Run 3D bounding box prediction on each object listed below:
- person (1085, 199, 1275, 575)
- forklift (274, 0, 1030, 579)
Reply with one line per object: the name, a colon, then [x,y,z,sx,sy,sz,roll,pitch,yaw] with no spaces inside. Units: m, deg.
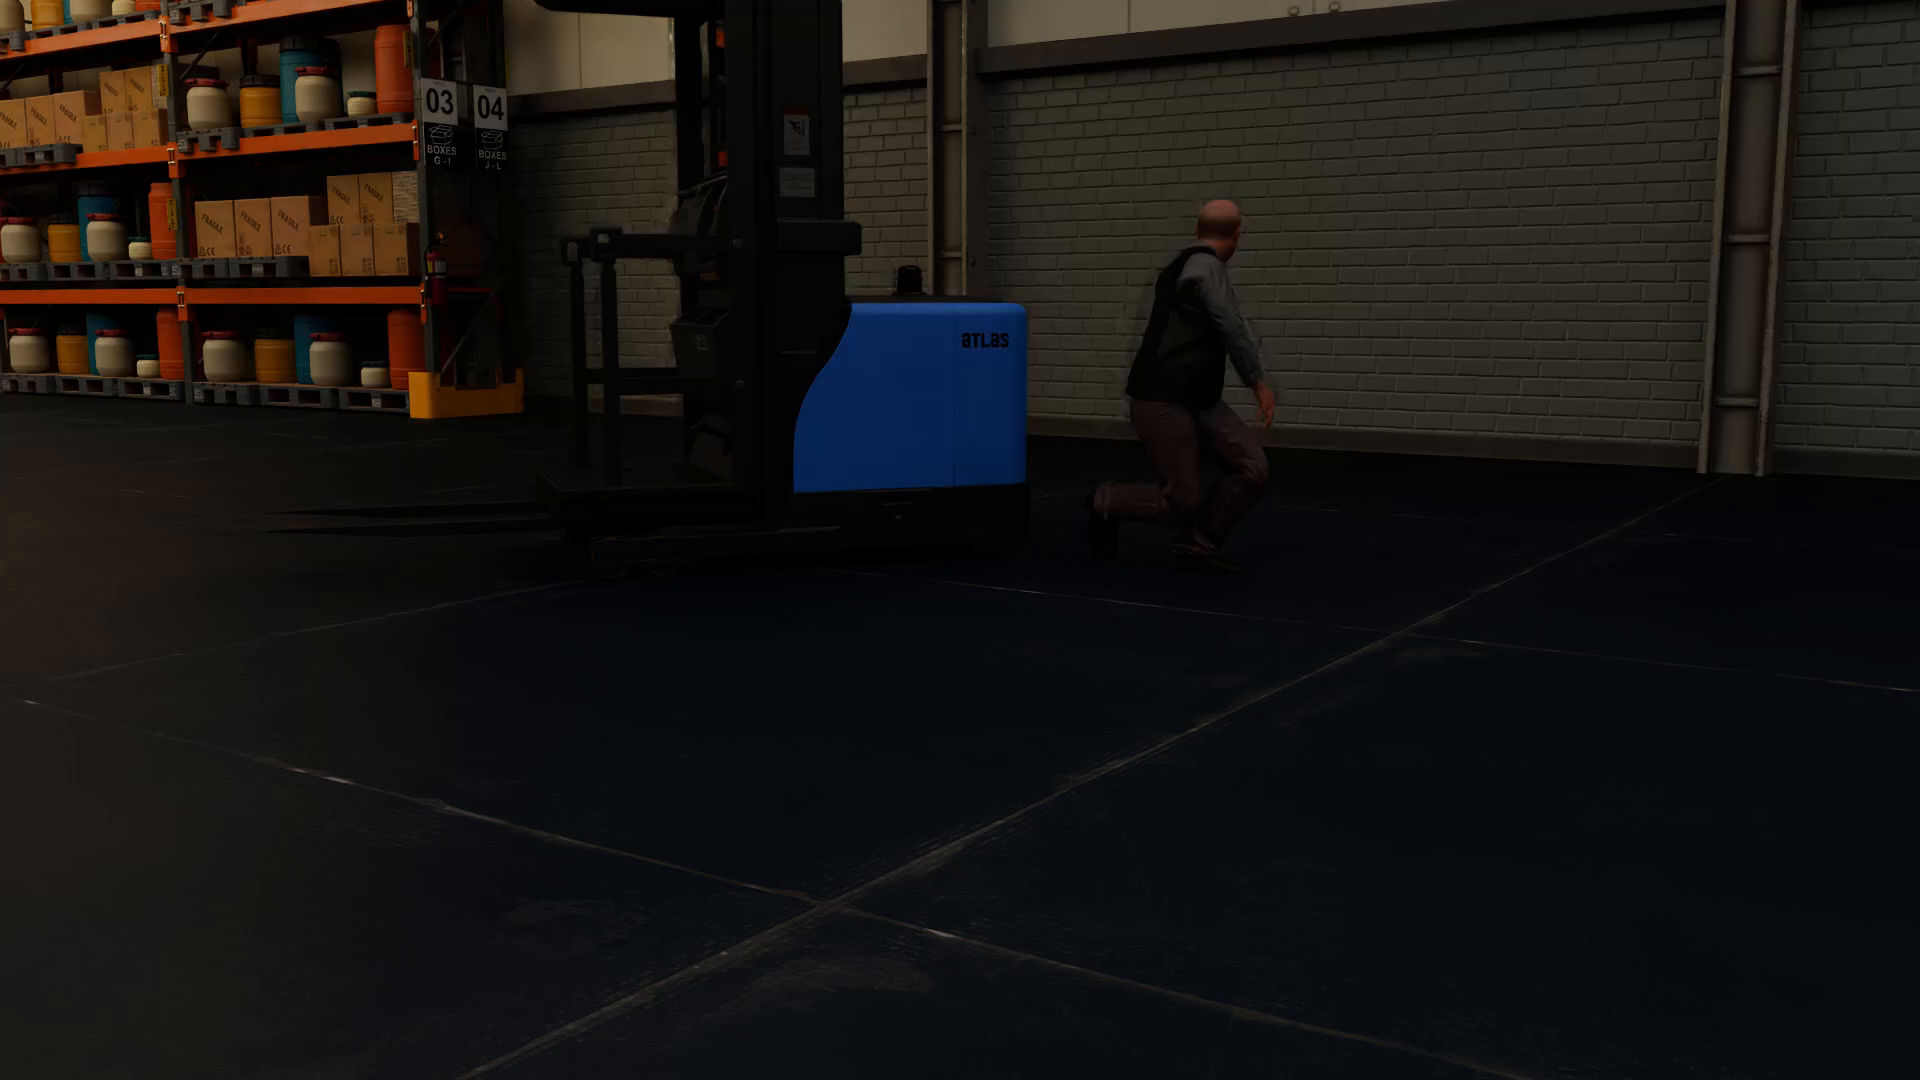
person: [0.903,-0.606,6.685,0.806,1.502,0.627,4,9,24]
forklift: [-1.273,-1.382,6.912,3.031,2.935,1.130,-3,9,-20]
